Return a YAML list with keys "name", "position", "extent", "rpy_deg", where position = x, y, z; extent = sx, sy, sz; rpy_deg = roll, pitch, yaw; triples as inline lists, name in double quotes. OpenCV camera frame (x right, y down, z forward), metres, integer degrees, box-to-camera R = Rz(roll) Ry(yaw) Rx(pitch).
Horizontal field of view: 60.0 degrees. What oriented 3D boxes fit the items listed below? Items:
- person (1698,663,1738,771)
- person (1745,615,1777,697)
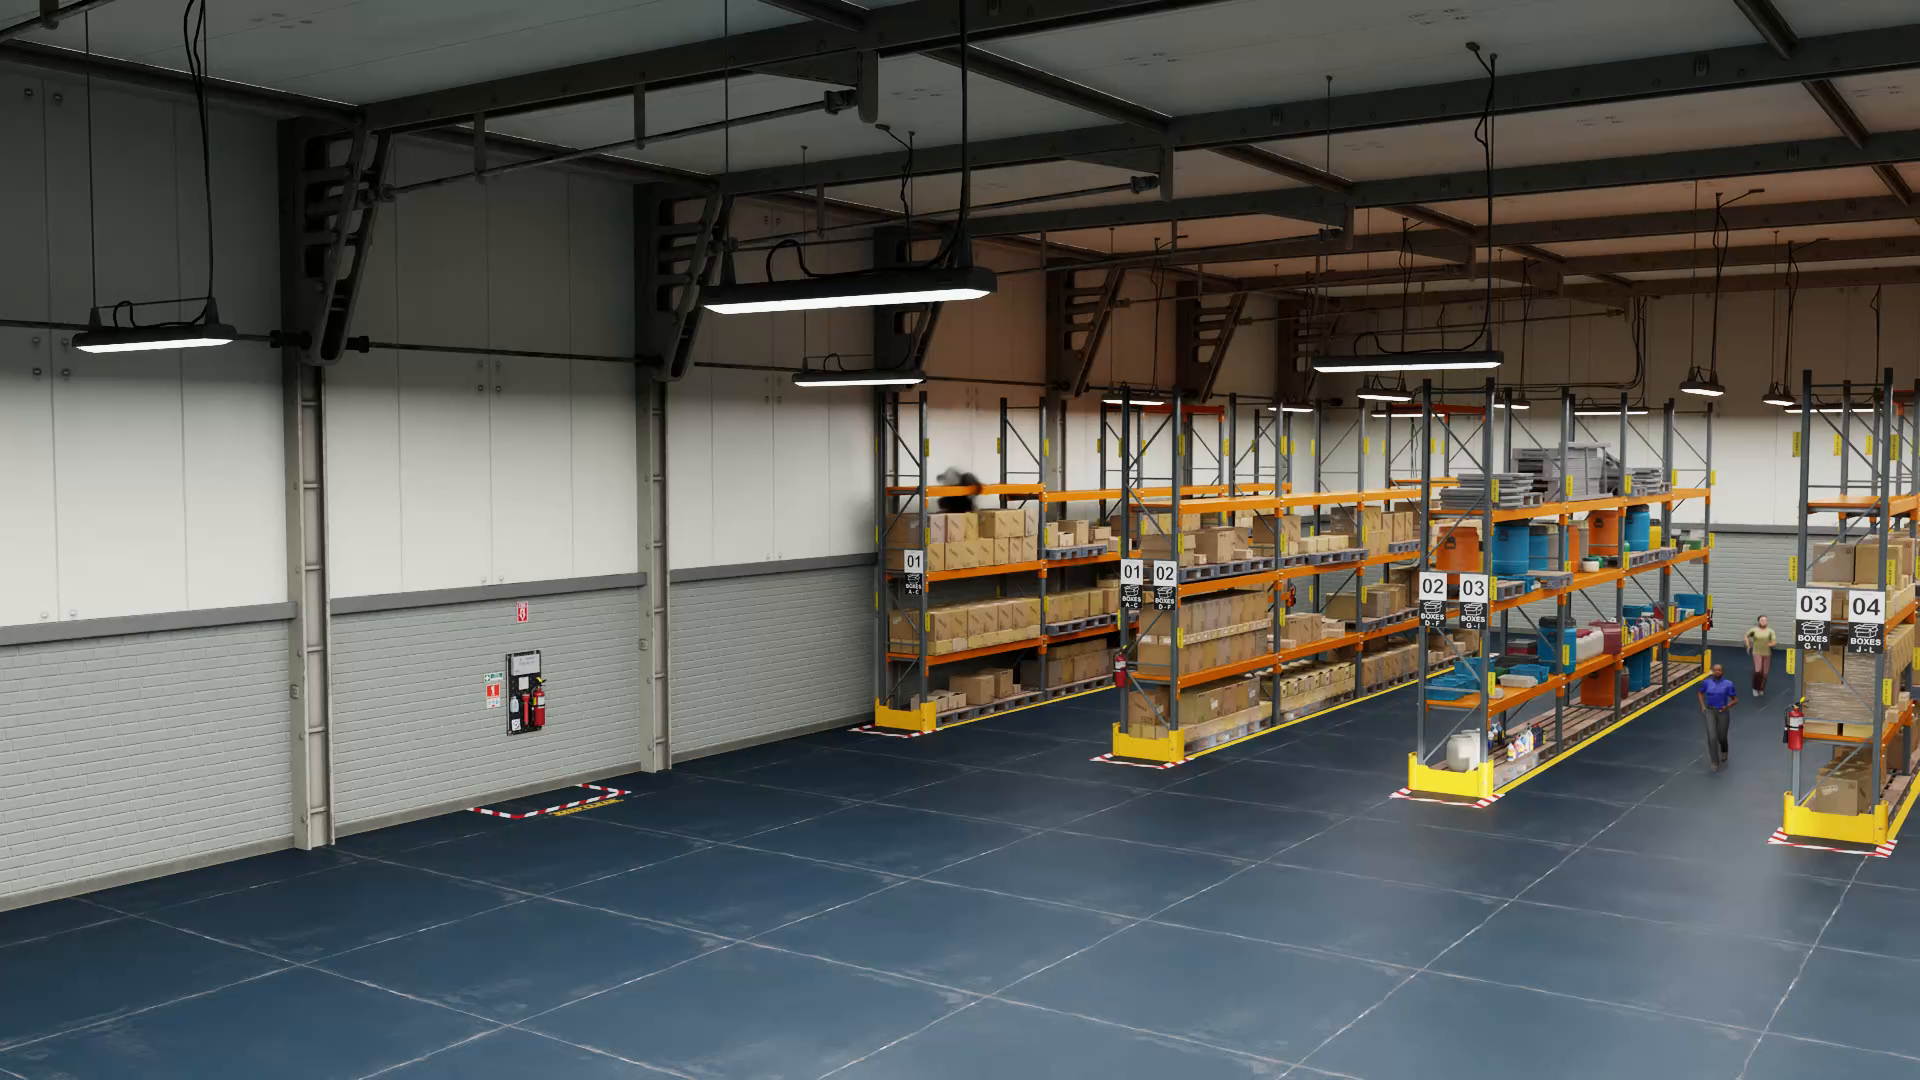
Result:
- name: "person"
  position: [11.830, 2.745, 25.993]
  extent: [0.585, 1.650, 0.705]
  rpy_deg: [2, 4, 29]
- name: "person"
  position: [16.032, 2.319, 33.266]
  extent: [0.550, 1.655, 0.653]
  rpy_deg: [1, 3, 15]
